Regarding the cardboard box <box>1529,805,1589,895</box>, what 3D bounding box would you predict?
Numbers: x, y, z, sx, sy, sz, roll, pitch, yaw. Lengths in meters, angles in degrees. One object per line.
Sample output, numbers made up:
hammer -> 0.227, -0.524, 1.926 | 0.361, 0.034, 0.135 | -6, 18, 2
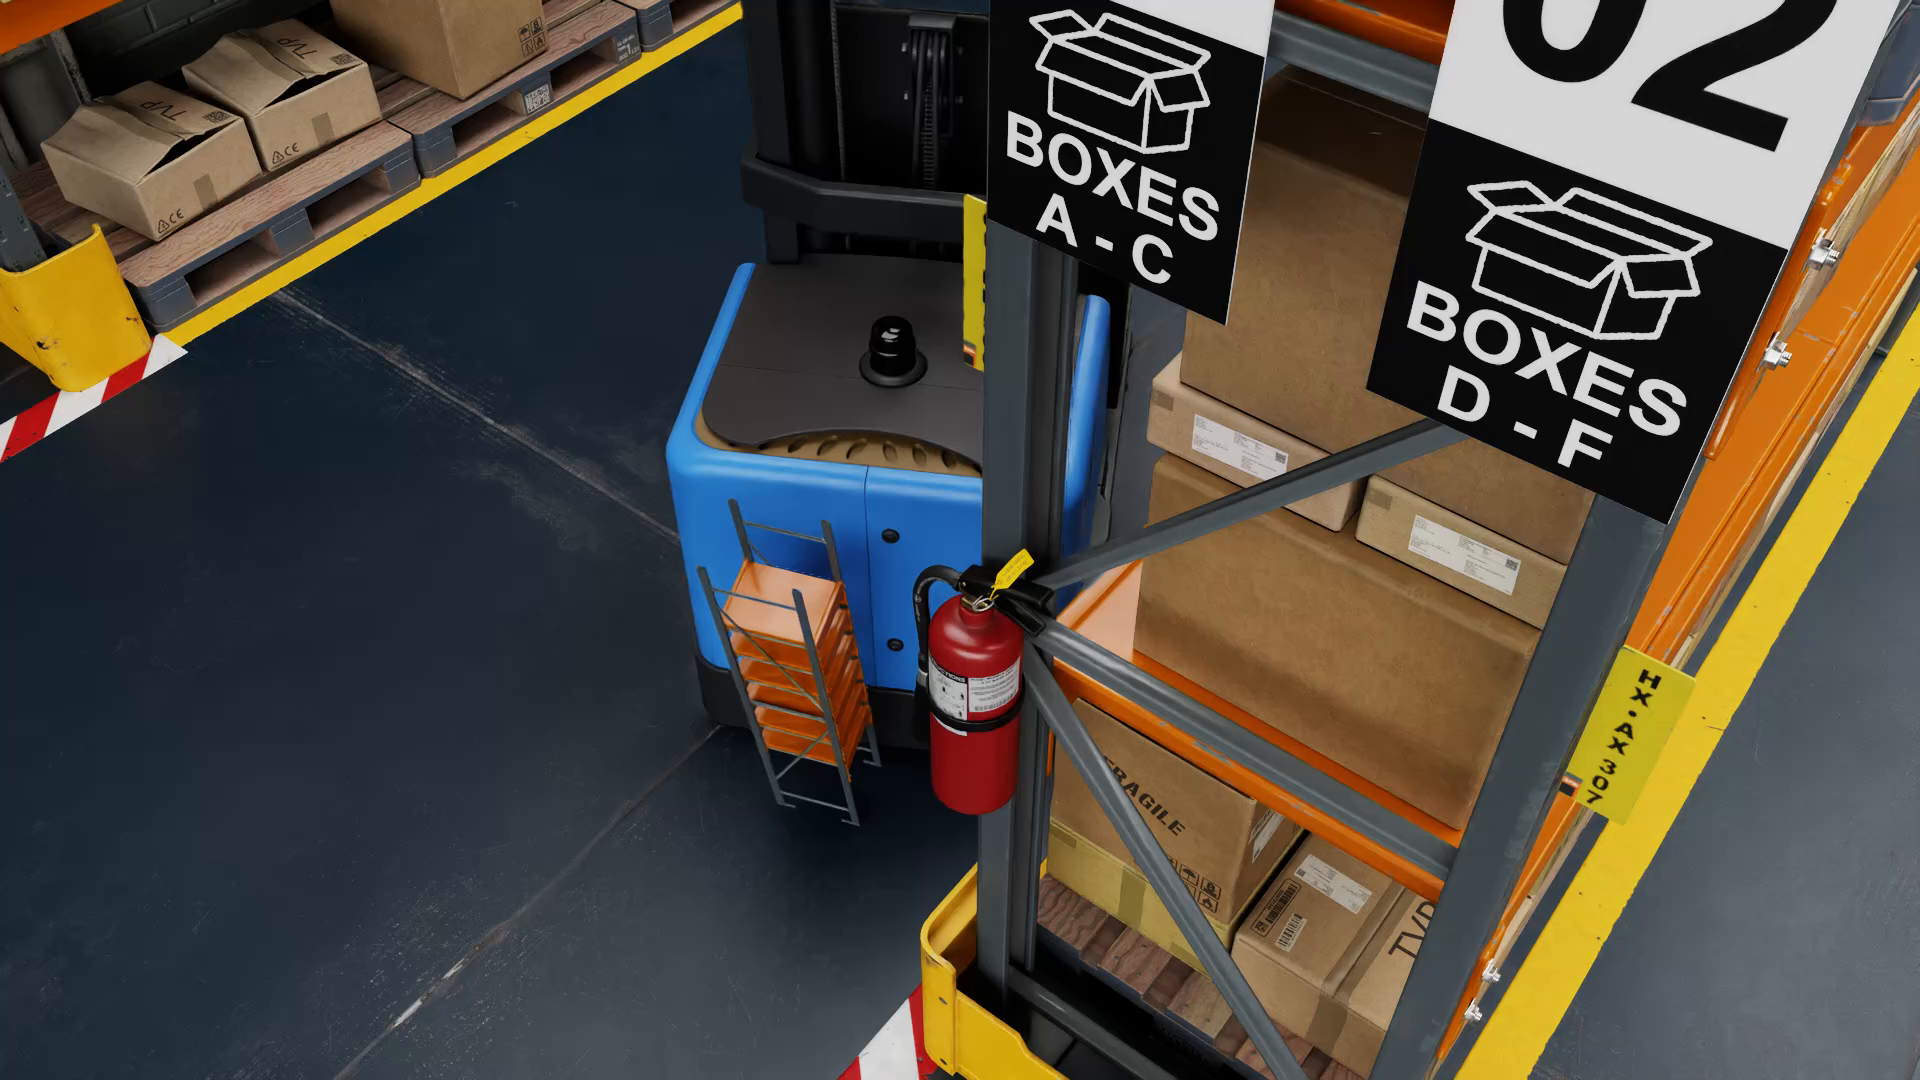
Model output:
cardboard box -> 1.276, 0.398, 3.888 | 0.500, 0.500, 0.500 | 29, 53, 25

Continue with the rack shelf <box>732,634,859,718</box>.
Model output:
rack shelf -> -0.395, 0.299, 4.021 | 0.258, 0.103, 0.180 | 13, 58, 12

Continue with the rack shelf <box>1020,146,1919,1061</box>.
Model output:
rack shelf -> 1.690, -0.548, 4.196 | 1.077, 0.370, 4.000 | 29, 53, 25

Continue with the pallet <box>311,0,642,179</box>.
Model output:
pallet -> -2.137, -2.064, 7.076 | 1.003, 0.211, 1.213 | 29, 53, 25

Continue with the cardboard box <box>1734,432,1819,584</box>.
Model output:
cardboard box -> 2.195, -0.200, 4.977 | 0.500, 0.250, 0.500 | 29, 53, 25

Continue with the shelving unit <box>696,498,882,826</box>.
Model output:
shelving unit -> -0.391, 0.341, 4.084 | 0.258, 1.200, 0.189 | 13, 58, 12

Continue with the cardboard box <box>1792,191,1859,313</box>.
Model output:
cardboard box -> 1.508, -0.631, 3.261 | 0.380, 0.149, 0.250 | 28, 52, 24

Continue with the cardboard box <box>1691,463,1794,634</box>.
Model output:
cardboard box -> 1.891, -0.172, 4.432 | 0.500, 0.500, 0.500 | 29, 53, 25

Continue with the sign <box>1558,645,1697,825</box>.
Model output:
sign -> 0.903, 0.271, 2.264 | 0.100, 0.325, 0.005 | 29, 53, 25

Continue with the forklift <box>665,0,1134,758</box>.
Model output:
forklift -> 0.002, -1.479, 4.636 | 1.130, 2.935, 3.031 | 6, 47, 6

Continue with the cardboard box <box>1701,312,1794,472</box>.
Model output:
cardboard box -> 1.389, -0.532, 3.615 | 0.700, 0.500, 0.500 | 30, 53, 25

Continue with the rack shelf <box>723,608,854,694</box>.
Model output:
rack shelf -> -0.402, 0.233, 3.921 | 0.258, 0.103, 0.180 | 13, 58, 12

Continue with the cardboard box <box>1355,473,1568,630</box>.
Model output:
cardboard box -> 0.878, -0.040, 2.696 | 0.380, 0.149, 0.250 | 29, 53, 25

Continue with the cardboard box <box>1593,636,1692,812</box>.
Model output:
cardboard box -> 1.580, 0.371, 4.433 | 0.500, 0.250, 0.500 | 29, 53, 25

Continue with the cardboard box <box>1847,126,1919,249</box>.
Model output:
cardboard box -> 2.020, -1.129, 4.184 | 0.700, 0.500, 0.500 | 30, 53, 26

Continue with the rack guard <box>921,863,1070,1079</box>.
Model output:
rack guard -> 0.453, 1.225, 3.734 | 1.175, 0.500, 0.348 | 29, 53, 25

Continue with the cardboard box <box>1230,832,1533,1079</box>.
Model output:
cardboard box -> 0.972, 0.944, 3.885 | 0.500, 0.250, 0.500 | 29, 53, 25

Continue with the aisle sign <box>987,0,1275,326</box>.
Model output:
aisle sign -> 0.195, -0.642, 1.991 | 0.394, 0.787, 0.004 | 29, 53, 25

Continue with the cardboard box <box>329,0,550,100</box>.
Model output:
cardboard box -> -2.124, -2.208, 6.709 | 0.700, 0.500, 0.500 | 26, 52, 23

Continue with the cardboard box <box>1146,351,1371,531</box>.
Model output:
cardboard box -> 0.550, -0.213, 2.862 | 0.380, 0.149, 0.250 | 28, 53, 24

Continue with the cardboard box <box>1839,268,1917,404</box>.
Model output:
cardboard box -> 2.803, -0.774, 5.526 | 0.500, 0.250, 0.500 | 29, 53, 25

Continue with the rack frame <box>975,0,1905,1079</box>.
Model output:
rack frame -> 0.468, 0.348, 2.843 | 1.000, 3.000, 0.127 | 29, 53, 25

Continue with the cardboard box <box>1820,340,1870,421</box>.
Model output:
cardboard box -> 2.488, -0.752, 4.987 | 0.500, 0.500, 0.500 | 29, 53, 25

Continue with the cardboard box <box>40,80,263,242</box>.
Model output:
cardboard box -> -2.960, -1.419, 6.086 | 0.500, 0.311, 0.500 | 24, 51, 21

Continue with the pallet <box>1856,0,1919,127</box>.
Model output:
pallet -> 0.920, -1.051, 2.166 | 1.003, 0.211, 1.213 | 29, 53, 25

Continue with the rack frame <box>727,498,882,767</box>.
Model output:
rack frame -> -0.364, 0.268, 4.131 | 0.240, 1.200, 0.006 | 13, 58, 12

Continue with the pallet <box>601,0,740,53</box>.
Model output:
pallet -> -1.392, -2.765, 7.746 | 1.003, 0.211, 1.213 | 29, 53, 25

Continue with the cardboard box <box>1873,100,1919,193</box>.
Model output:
cardboard box -> 1.818, -0.919, 3.536 | 0.380, 0.149, 0.250 | 30, 53, 25

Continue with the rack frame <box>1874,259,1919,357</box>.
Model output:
rack frame -> 2.913, -1.941, 5.029 | 1.000, 3.000, 0.127 | 29, 53, 25

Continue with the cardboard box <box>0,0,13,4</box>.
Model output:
cardboard box -> -2.905, -1.934, 5.113 | 0.500, 0.250, 0.500 | 28, 52, 24

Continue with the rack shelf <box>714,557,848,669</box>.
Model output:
rack shelf -> -0.408, 0.167, 3.821 | 0.258, 0.103, 0.180 | 13, 58, 12

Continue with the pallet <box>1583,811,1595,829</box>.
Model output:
pallet -> 1.648, 0.160, 4.951 | 1.003, 0.211, 1.213 | 29, 53, 25
